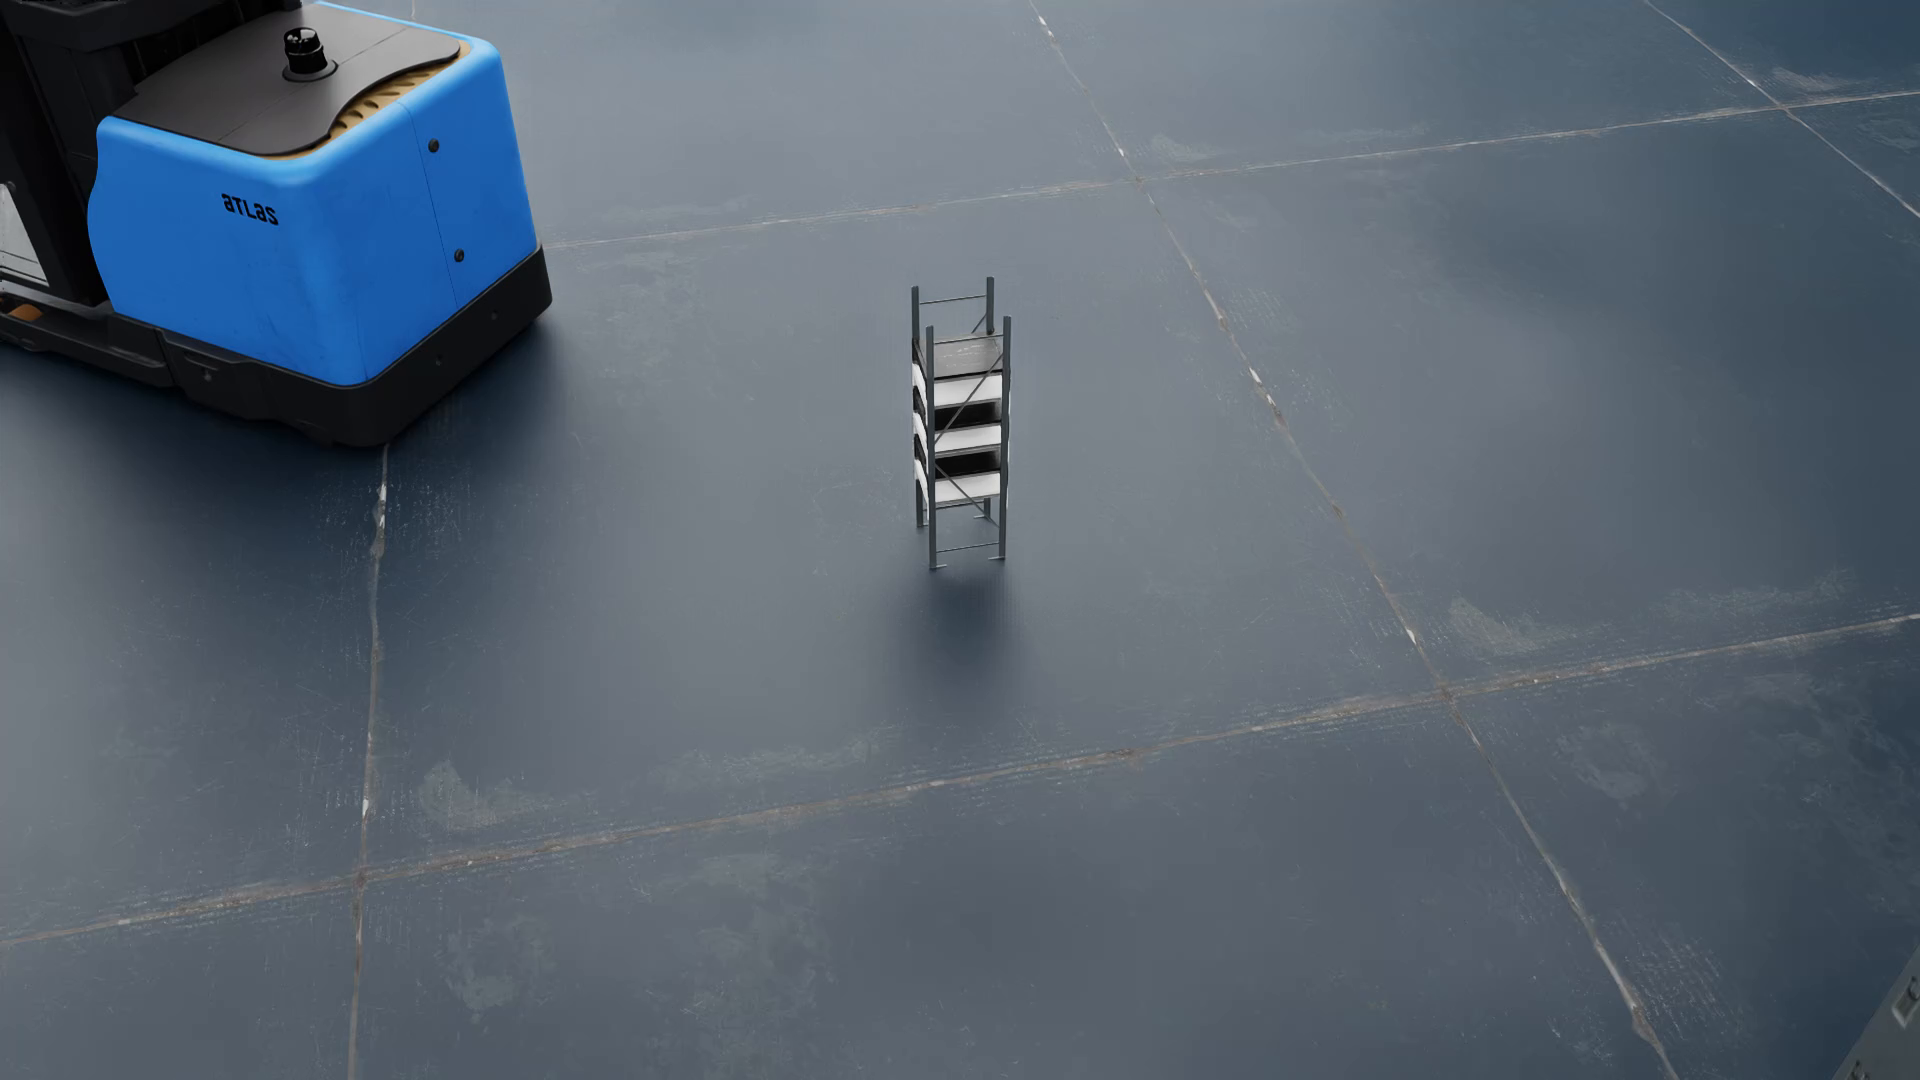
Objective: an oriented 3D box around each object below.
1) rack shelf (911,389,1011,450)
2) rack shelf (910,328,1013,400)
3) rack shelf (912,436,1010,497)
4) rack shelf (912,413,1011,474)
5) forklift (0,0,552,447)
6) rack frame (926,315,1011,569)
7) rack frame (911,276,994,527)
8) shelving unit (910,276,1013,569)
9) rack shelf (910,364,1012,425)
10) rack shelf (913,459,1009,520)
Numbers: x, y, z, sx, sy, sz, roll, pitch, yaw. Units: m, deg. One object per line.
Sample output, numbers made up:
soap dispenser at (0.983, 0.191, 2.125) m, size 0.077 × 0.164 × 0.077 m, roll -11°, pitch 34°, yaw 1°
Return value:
rack shelf at (0.002, -0.374, 4.908) m, size 0.258 × 0.077 × 0.200 m, roll -8°, pitch 42°, yaw -9°
rack shelf at (0.002, -0.508, 4.788) m, size 0.258 × 0.077 × 0.200 m, roll -8°, pitch 42°, yaw -9°
rack shelf at (0.002, -0.239, 5.027) m, size 0.258 × 0.077 × 0.200 m, roll -8°, pitch 42°, yaw -9°
rack shelf at (0.002, -0.306, 4.967) m, size 0.258 × 0.077 × 0.200 m, roll -8°, pitch 42°, yaw -9°
forklift at (-3.061, -2.075, 5.380) m, size 3.031 × 2.935 × 1.130 m, roll 18°, pitch 45°, yaw 19°
rack frame at (0.024, -0.265, 4.871) m, size 0.240 × 0.900 × 0.006 m, roll -8°, pitch 42°, yaw -9°
rack frame at (-0.020, -0.397, 5.020) m, size 0.240 × 0.900 × 0.006 m, roll -8°, pitch 42°, yaw -9°
shelving unit at (0.002, -0.331, 4.945) m, size 0.258 × 0.900 × 0.210 m, roll -8°, pitch 42°, yaw -9°
rack shelf at (0.002, -0.441, 4.848) m, size 0.258 × 0.077 × 0.200 m, roll -8°, pitch 42°, yaw -9°
rack shelf at (0.002, -0.172, 5.087) m, size 0.258 × 0.077 × 0.200 m, roll -8°, pitch 42°, yaw -9°
